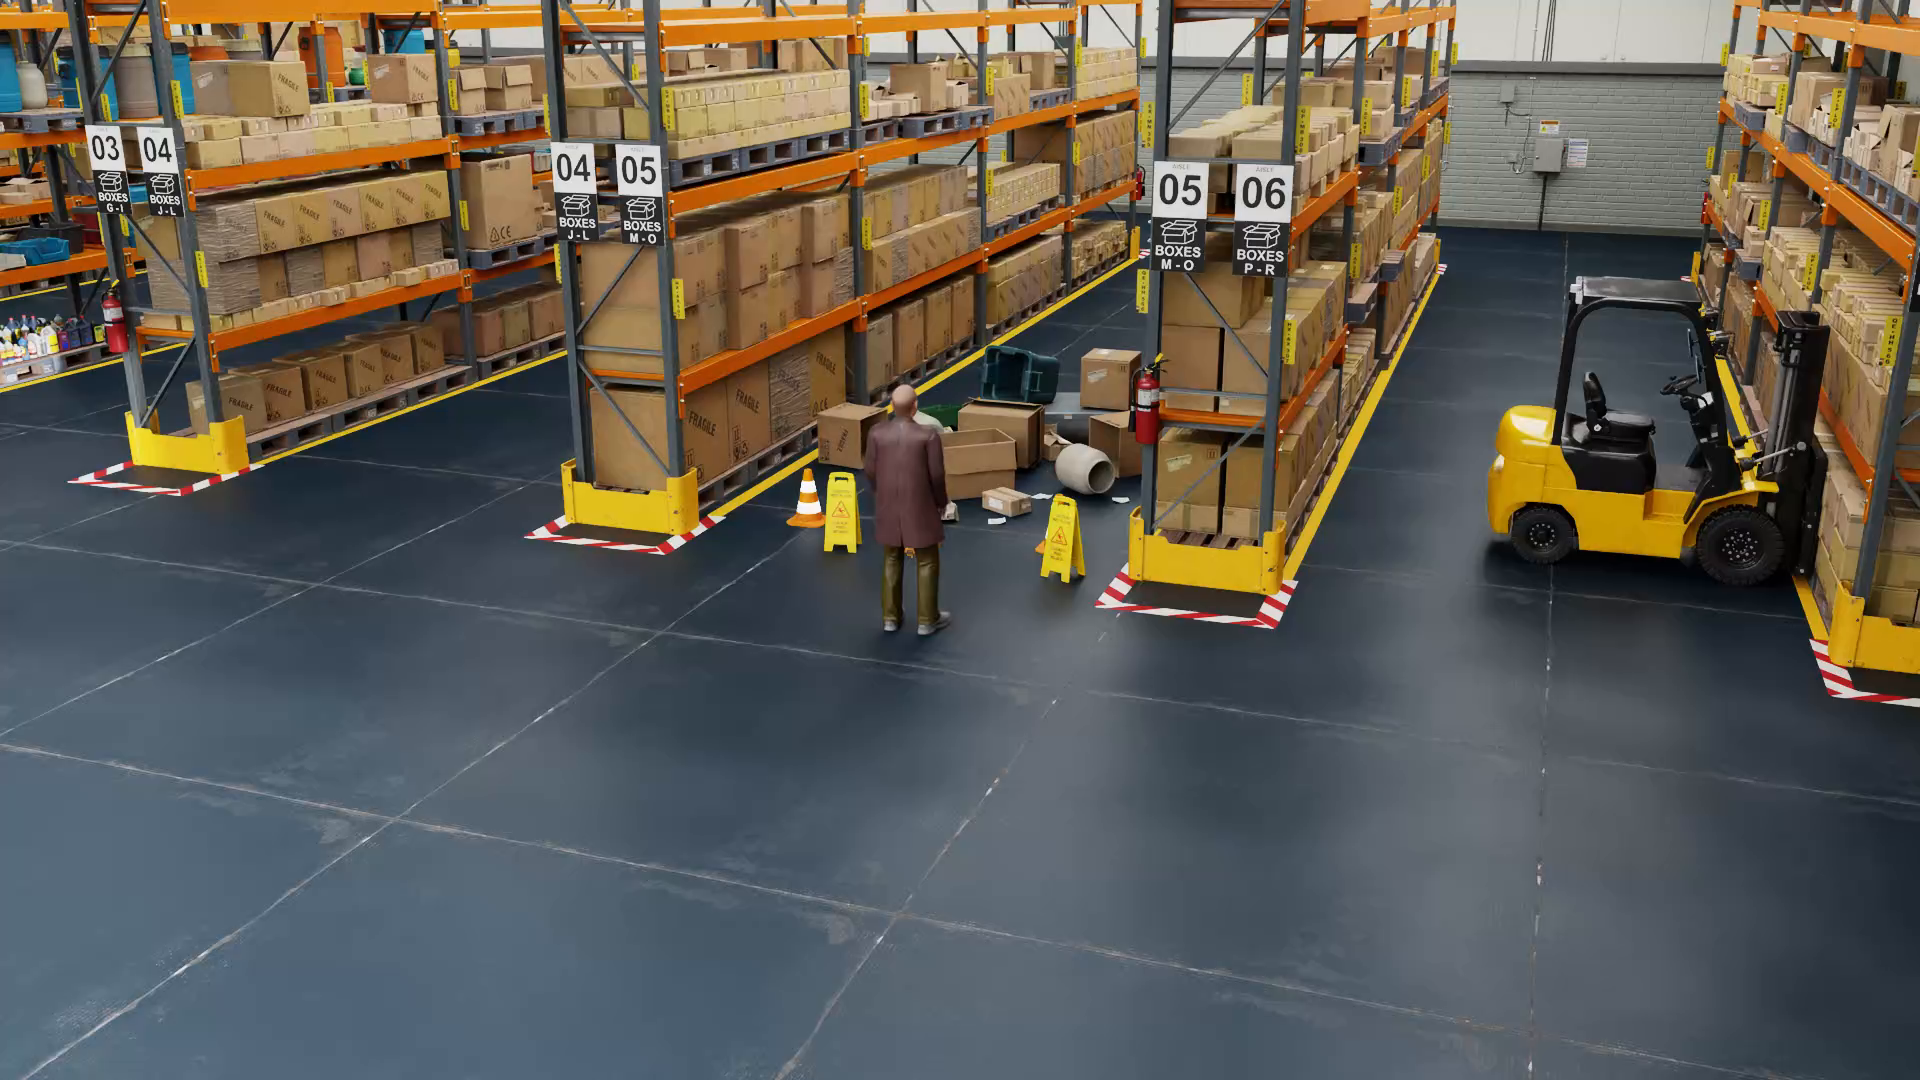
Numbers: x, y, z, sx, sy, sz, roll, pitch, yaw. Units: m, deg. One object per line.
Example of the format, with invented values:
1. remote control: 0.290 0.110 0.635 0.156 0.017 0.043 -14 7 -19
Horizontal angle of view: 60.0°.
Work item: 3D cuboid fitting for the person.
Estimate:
1. person: -0.369 -0.220 11.739 0.587 1.779 0.424 6 19 17
